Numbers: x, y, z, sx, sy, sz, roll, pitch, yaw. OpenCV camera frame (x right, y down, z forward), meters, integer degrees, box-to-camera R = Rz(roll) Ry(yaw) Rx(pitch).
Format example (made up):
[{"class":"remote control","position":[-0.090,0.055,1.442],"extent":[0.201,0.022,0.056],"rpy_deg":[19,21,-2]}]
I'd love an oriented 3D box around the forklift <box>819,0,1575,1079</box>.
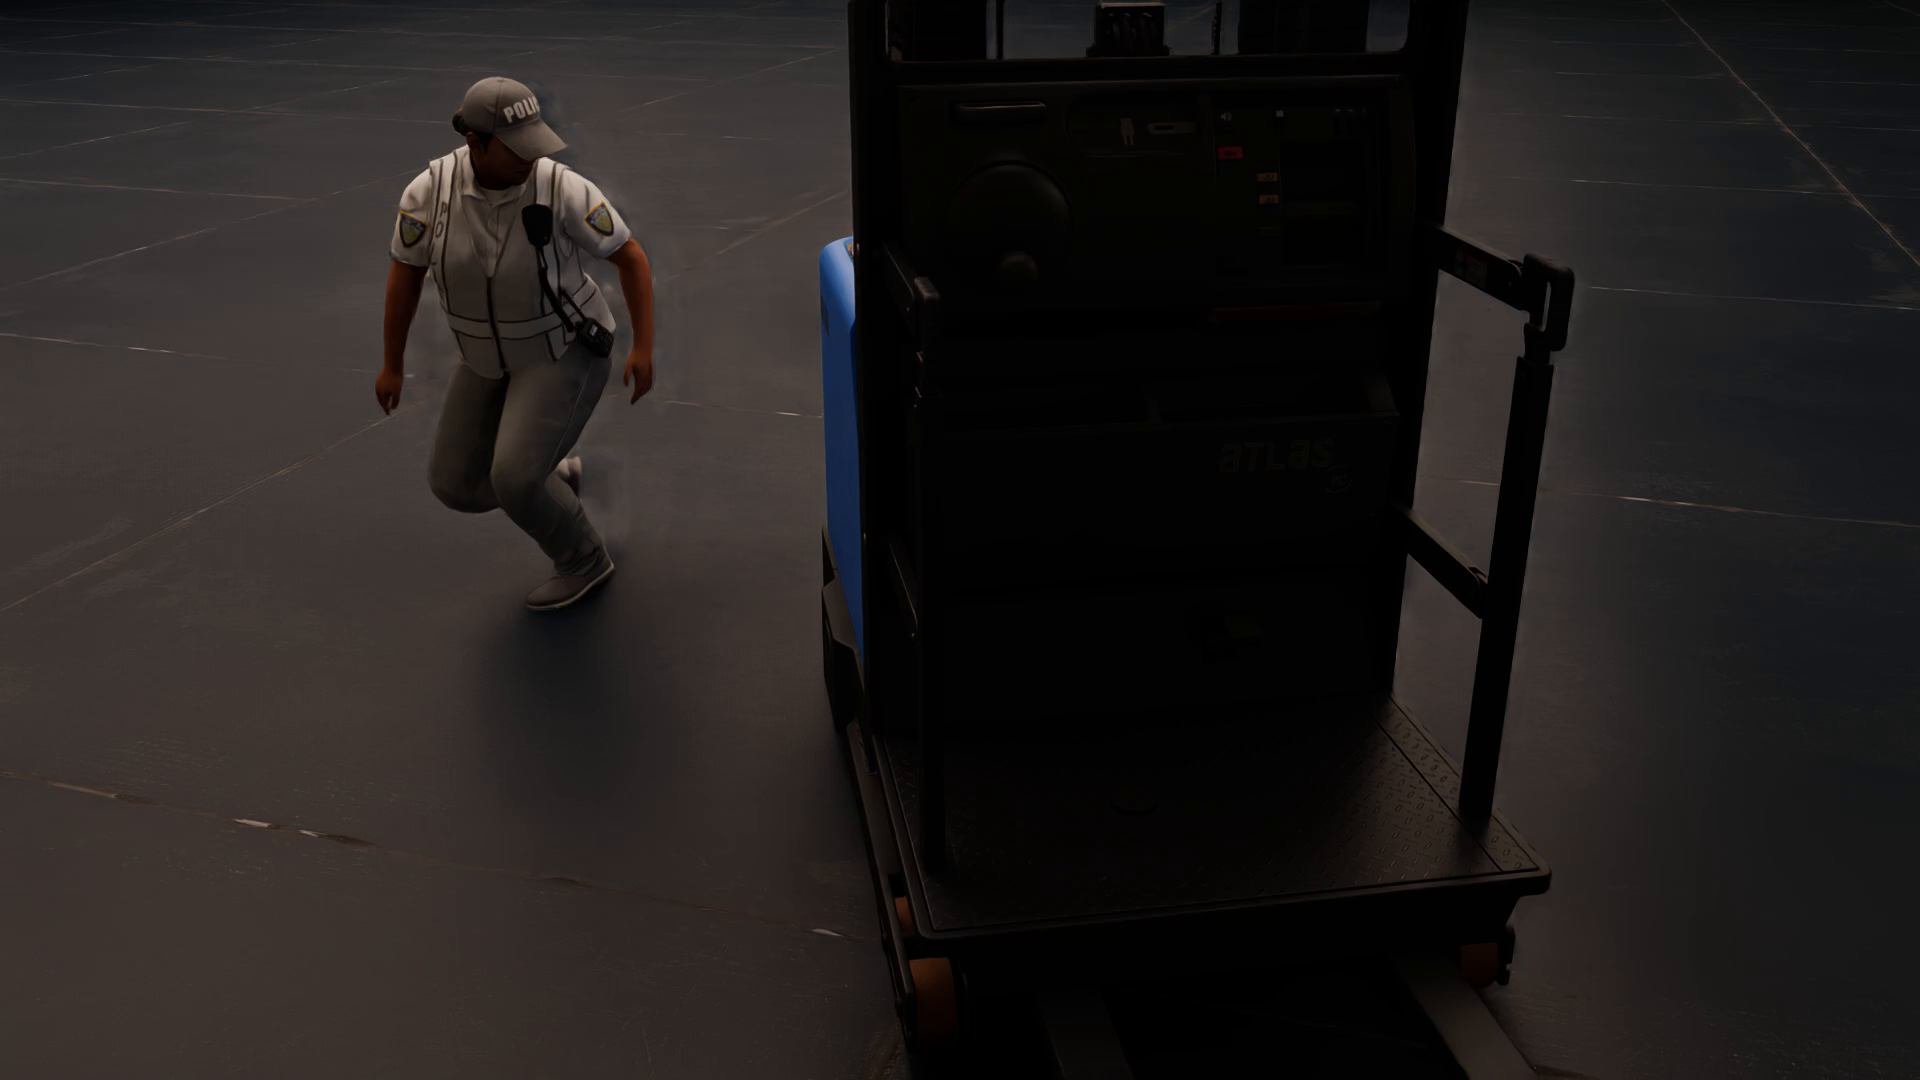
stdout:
[{"class":"forklift","position":[0.393,-0.602,2.738],"extent":[1.130,2.935,3.031],"rpy_deg":[-4,23,-9]}]

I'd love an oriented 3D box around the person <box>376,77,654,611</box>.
[{"class":"person","position":[-1.183,-0.541,4.565],"extent":[0.757,1.459,0.621],"rpy_deg":[6,23,14]}]
